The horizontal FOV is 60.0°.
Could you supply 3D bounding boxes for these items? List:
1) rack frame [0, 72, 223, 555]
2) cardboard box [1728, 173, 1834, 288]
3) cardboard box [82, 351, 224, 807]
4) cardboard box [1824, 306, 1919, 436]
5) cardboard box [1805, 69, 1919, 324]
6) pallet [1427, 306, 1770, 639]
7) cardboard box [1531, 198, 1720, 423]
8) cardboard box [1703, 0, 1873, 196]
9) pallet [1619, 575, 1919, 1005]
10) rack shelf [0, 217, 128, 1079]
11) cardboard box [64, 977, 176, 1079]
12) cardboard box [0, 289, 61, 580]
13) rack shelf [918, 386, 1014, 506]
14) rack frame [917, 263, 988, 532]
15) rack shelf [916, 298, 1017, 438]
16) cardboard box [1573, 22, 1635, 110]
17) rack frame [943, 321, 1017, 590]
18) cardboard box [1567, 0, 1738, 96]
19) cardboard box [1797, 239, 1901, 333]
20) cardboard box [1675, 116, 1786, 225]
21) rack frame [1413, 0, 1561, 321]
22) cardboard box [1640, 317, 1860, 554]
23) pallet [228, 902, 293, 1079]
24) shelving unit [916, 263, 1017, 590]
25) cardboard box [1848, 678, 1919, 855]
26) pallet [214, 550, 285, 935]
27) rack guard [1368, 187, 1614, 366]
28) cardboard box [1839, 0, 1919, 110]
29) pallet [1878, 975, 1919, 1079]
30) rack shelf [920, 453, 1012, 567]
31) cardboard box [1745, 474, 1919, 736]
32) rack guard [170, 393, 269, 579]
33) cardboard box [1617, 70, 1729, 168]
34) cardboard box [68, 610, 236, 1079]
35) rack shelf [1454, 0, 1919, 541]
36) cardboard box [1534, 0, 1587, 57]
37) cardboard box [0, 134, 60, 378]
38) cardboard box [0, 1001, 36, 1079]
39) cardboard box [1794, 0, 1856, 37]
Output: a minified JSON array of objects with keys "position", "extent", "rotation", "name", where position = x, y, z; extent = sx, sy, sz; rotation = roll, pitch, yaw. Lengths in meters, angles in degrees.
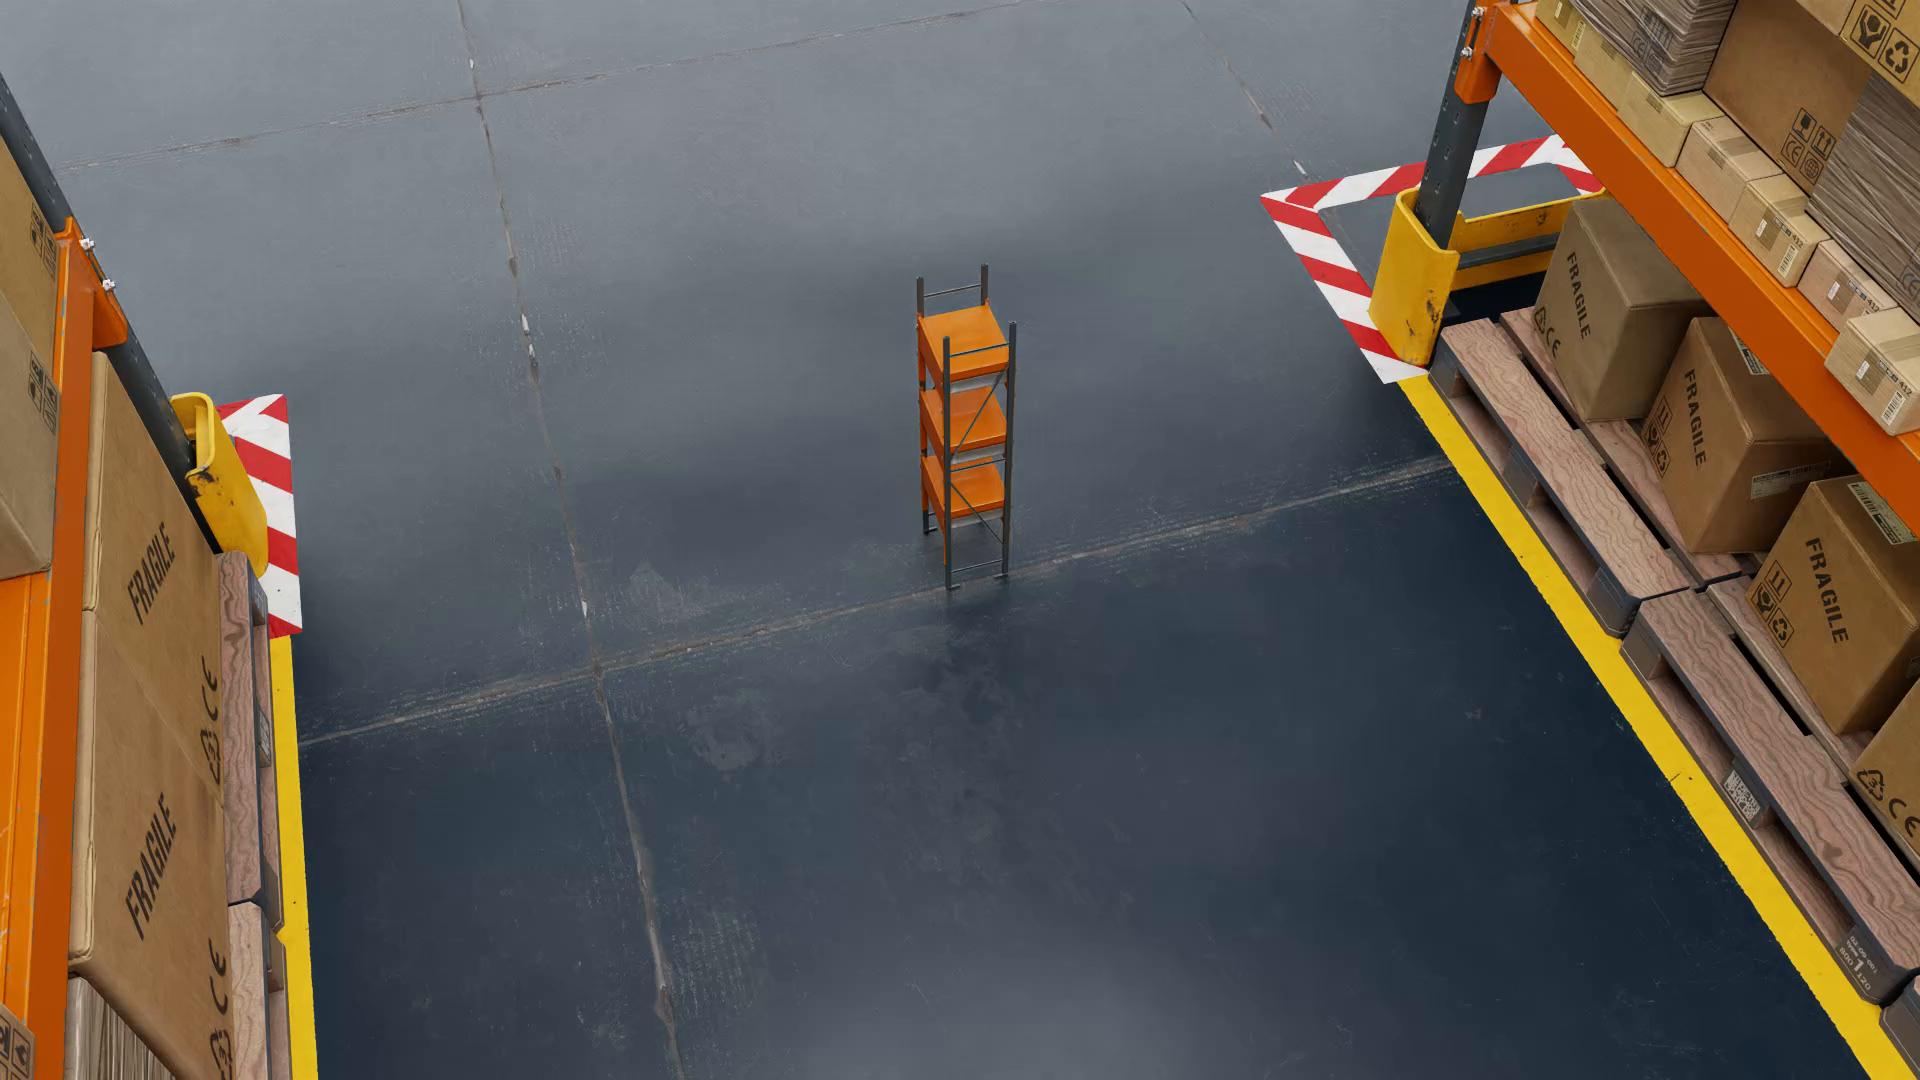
[{"position":[-2.741,-0.823,3.982],"extent":[1.000,3.000,0.127],"rotation":[-13,51,-11],"name":"rack frame"},{"position":[2.160,-0.792,4.120],"extent":[0.380,0.149,0.250],"rotation":[-13,51,-11],"name":"cardboard box"},{"position":[-2.477,0.207,4.229],"extent":[0.875,0.875,0.875],"rotation":[-13,51,-11],"name":"cardboard box"},{"position":[2.235,-0.410,3.798],"extent":[0.380,0.149,0.250],"rotation":[-13,51,-11],"name":"cardboard box"},{"position":[2.533,-0.878,3.768],"extent":[0.875,0.500,0.500],"rotation":[-13,51,-11],"name":"cardboard box"},{"position":[2.256,-0.315,5.377],"extent":[1.003,0.211,1.213],"rotation":[-13,51,-11],"name":"pallet"},{"position":[2.196,-0.740,5.272],"extent":[0.500,0.500,0.500],"rotation":[-5,50,-4],"name":"cardboard box"},{"position":[2.426,-1.253,4.084],"extent":[0.875,0.500,0.500],"rotation":[-13,51,-11],"name":"cardboard box"},{"position":[2.613,0.575,4.627],"extent":[1.003,0.211,1.213],"rotation":[-13,51,-11],"name":"pallet"},{"position":[-2.150,0.870,3.025],"extent":[1.077,0.370,4.000],"rotation":[-13,51,-11],"name":"rack shelf"},{"position":[-1.947,1.515,3.126],"extent":[0.875,0.875,0.875],"rotation":[-13,51,-11],"name":"cardboard box"},{"position":[-2.404,-0.214,3.370],"extent":[0.875,0.550,0.550],"rotation":[-13,51,-11],"name":"cardboard box"},{"position":[0.016,-0.292,4.824],"extent":[0.215,0.259,0.240],"rotation":[-13,51,-11],"name":"rack shelf"},{"position":[-0.020,-0.388,4.891],"extent":[0.200,1.050,0.008],"rotation":[-13,51,-11],"name":"rack frame"},{"position":[0.016,-0.475,4.607],"extent":[0.215,0.259,0.240],"rotation":[-13,51,-11],"name":"rack shelf"},{"position":[1.939,-1.340,4.582],"extent":[0.380,0.149,0.250],"rotation":[-13,51,-11],"name":"cardboard box"},{"position":[0.052,-0.210,4.741],"extent":[0.200,1.050,0.008],"rotation":[-13,51,-11],"name":"rack frame"},{"position":[2.163,-1.591,4.369],"extent":[0.875,0.500,0.500],"rotation":[-13,51,-11],"name":"cardboard box"},{"position":[2.260,-0.616,3.972],"extent":[0.380,0.149,0.250],"rotation":[-13,51,-11],"name":"cardboard box"},{"position":[2.093,-0.977,4.276],"extent":[0.380,0.149,0.250],"rotation":[-13,51,-11],"name":"cardboard box"},{"position":[2.027,-1.870,4.865],"extent":[1.000,3.000,0.127],"rotation":[-13,51,-11],"name":"rack frame"},{"position":[2.405,-0.311,4.911],"extent":[0.500,0.500,0.500],"rotation":[-2,50,-1],"name":"cardboard box"},{"position":[-2.073,1.532,3.821],"extent":[1.003,0.211,1.213],"rotation":[-13,51,-11],"name":"pallet"},{"position":[0.016,-0.299,4.816],"extent":[0.215,1.050,0.252],"rotation":[-13,51,-11],"name":"shelving unit"},{"position":[2.695,0.568,4.170],"extent":[0.500,0.500,0.500],"rotation":[-17,52,-14],"name":"cardboard box"},{"position":[-2.430,0.642,4.571],"extent":[1.003,0.211,1.213],"rotation":[-13,51,-11],"name":"pallet"},{"position":[2.050,-1.009,5.774],"extent":[1.175,0.500,0.348],"rotation":[-13,51,-11],"name":"rack guard"},{"position":[2.220,-1.126,3.323],"extent":[0.500,0.500,0.500],"rotation":[-13,51,-11],"name":"cardboard box"},{"position":[2.978,1.467,3.875],"extent":[1.003,0.211,1.213],"rotation":[-13,51,-11],"name":"pallet"},{"position":[0.016,-0.113,5.036],"extent":[0.215,0.259,0.240],"rotation":[-13,51,-11],"name":"rack shelf"},{"position":[2.572,0.150,4.522],"extent":[0.500,0.500,0.500],"rotation":[-9,50,-8],"name":"cardboard box"},{"position":[-2.748,-0.035,4.952],"extent":[1.175,0.500,0.348],"rotation":[-13,51,-11],"name":"rack guard"},{"position":[1.999,-1.154,4.426],"extent":[0.380,0.149,0.250],"rotation":[-13,51,-11],"name":"cardboard box"},{"position":[-2.215,0.849,3.687],"extent":[0.875,0.875,0.875],"rotation":[-14,51,-12],"name":"cardboard box"},{"position":[2.619,-0.178,3.909],"extent":[1.077,0.370,4.000],"rotation":[-13,51,-11],"name":"rack shelf"},{"position":[1.884,-1.527,4.740],"extent":[0.380,0.149,0.250],"rotation":[-13,51,-11],"name":"cardboard box"},{"position":[-2.588,-0.610,3.705],"extent":[0.875,0.550,0.550],"rotation":[-13,51,-11],"name":"cardboard box"},{"position":[-1.910,0.966,2.376],"extent":[0.875,0.550,0.550],"rotation":[-13,51,-11],"name":"cardboard box"},{"position":[2.071,-1.491,3.631],"extent":[0.500,0.500,0.500],"rotation":[-13,51,-11],"name":"cardboard box"}]
